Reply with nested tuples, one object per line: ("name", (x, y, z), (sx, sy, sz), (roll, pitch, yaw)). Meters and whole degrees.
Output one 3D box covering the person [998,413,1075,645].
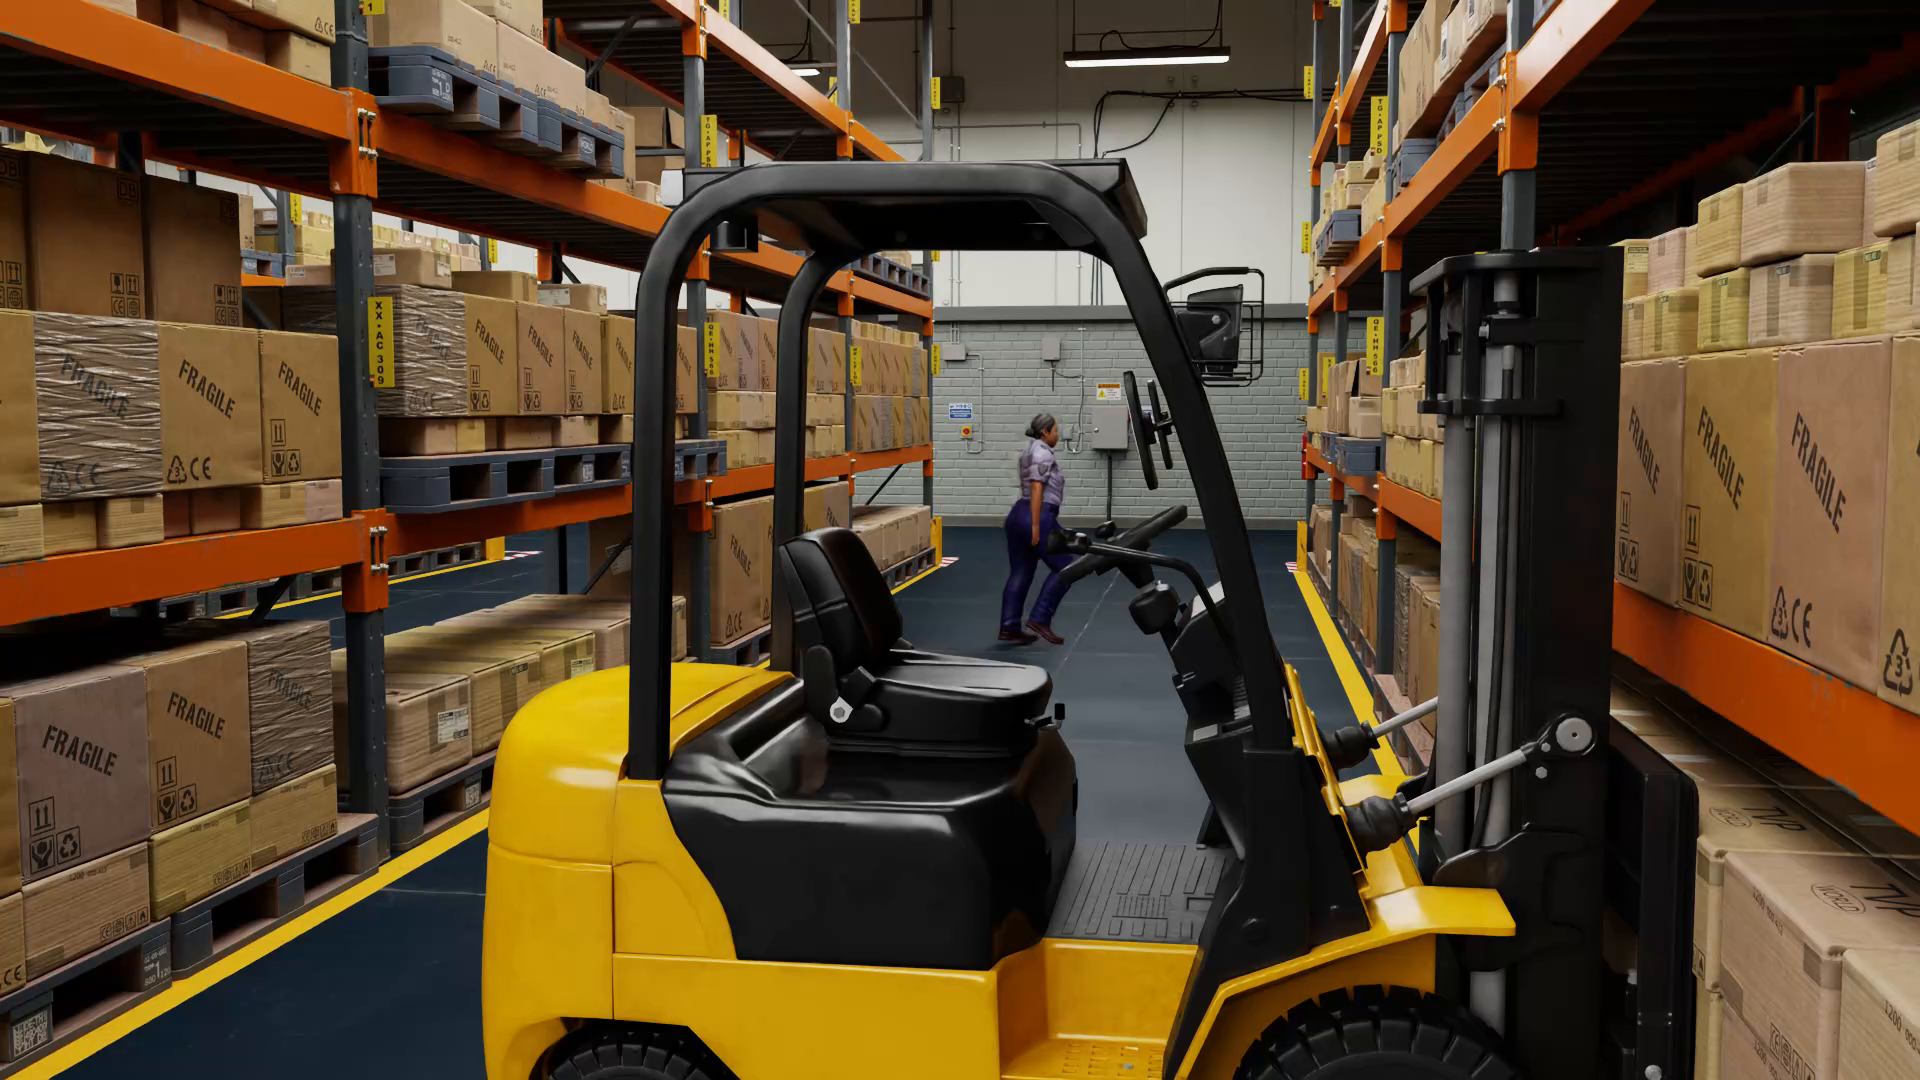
("person", (0.526, -0.087, 11.898), (0.500, 1.636, 0.491), (-2, 5, -22))
